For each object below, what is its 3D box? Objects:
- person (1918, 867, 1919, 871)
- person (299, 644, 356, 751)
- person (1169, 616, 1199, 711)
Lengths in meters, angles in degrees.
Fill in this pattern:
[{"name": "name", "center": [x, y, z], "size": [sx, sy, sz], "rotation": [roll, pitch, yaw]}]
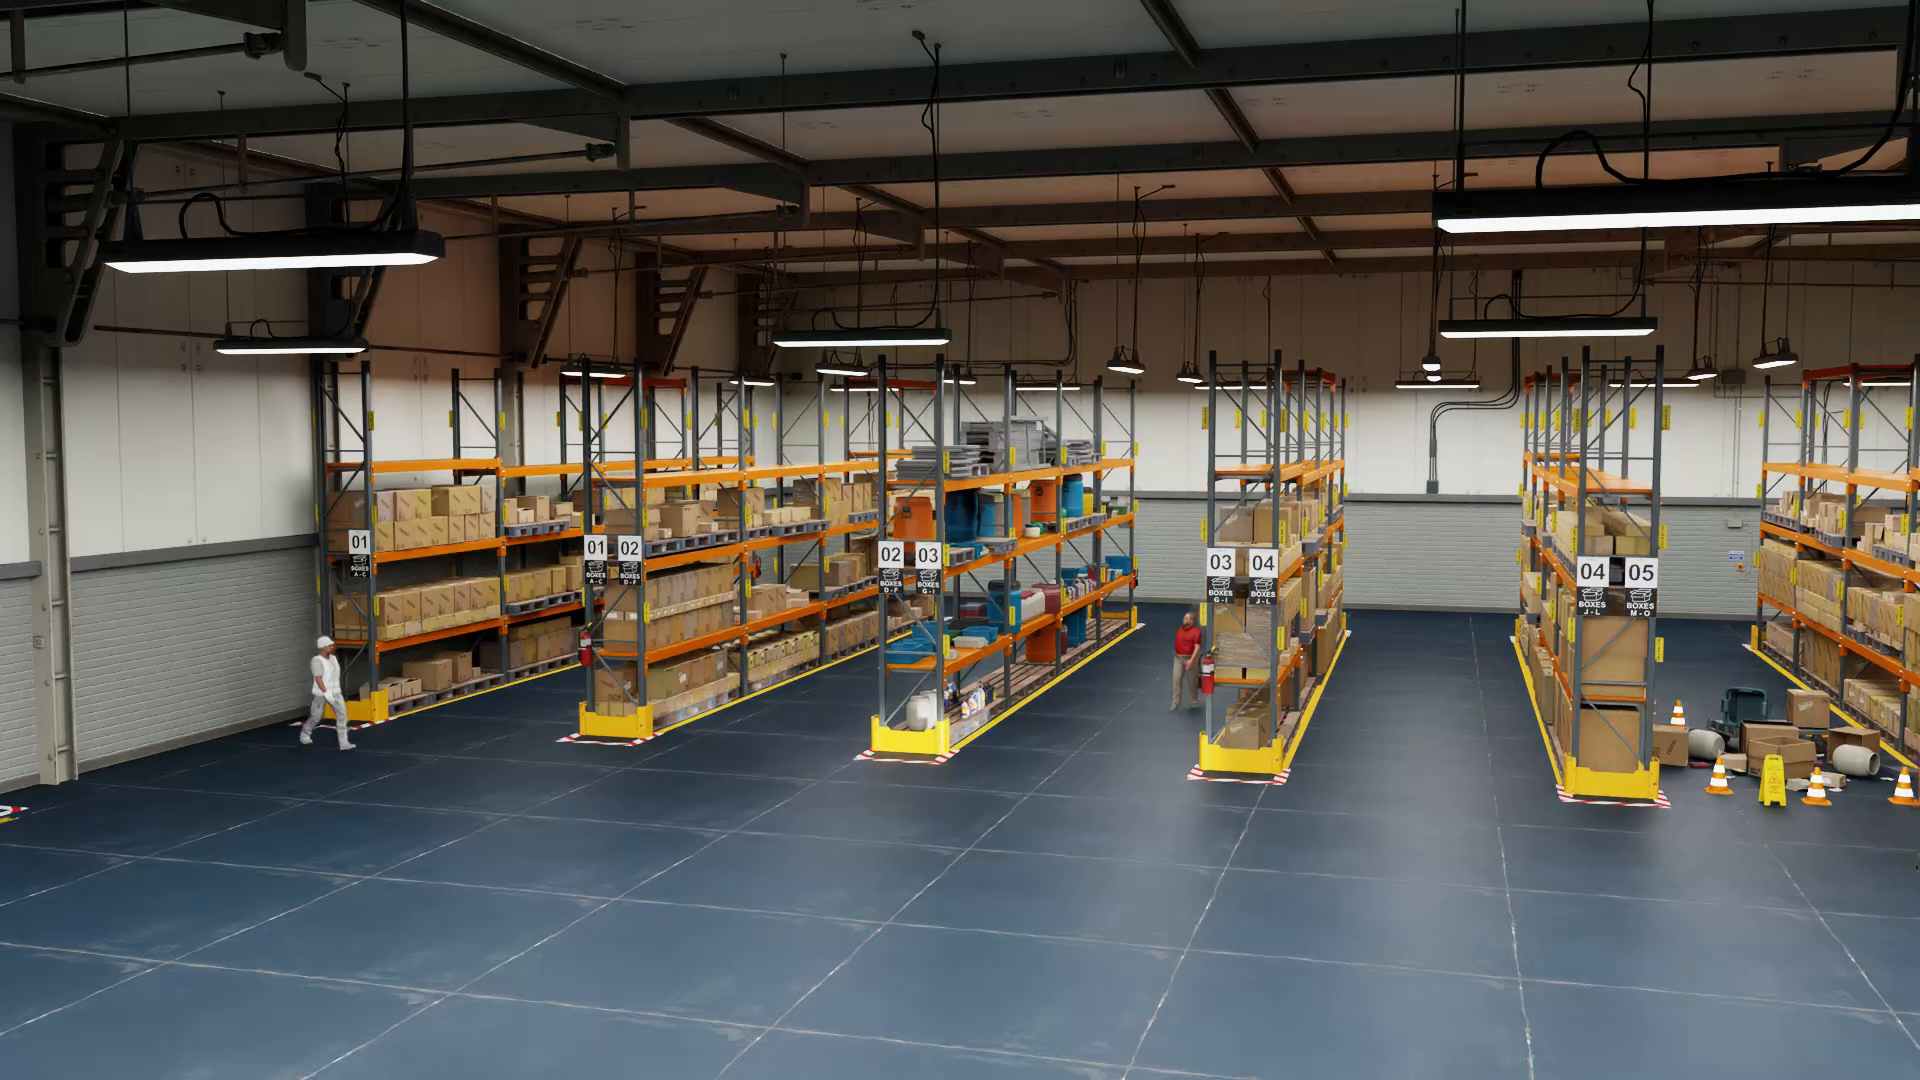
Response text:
[{"name": "person", "center": [10.886, 2.808, 18.279], "size": [0.506, 1.760, 0.643], "rotation": [-2, 4, -24]}, {"name": "person", "center": [-9.642, 2.354, 25.316], "size": [1.057, 1.706, 0.520], "rotation": [3, 5, 34]}, {"name": "person", "center": [3.882, 2.131, 28.704], "size": [0.413, 1.574, 1.038], "rotation": [2, 4, 22]}]
